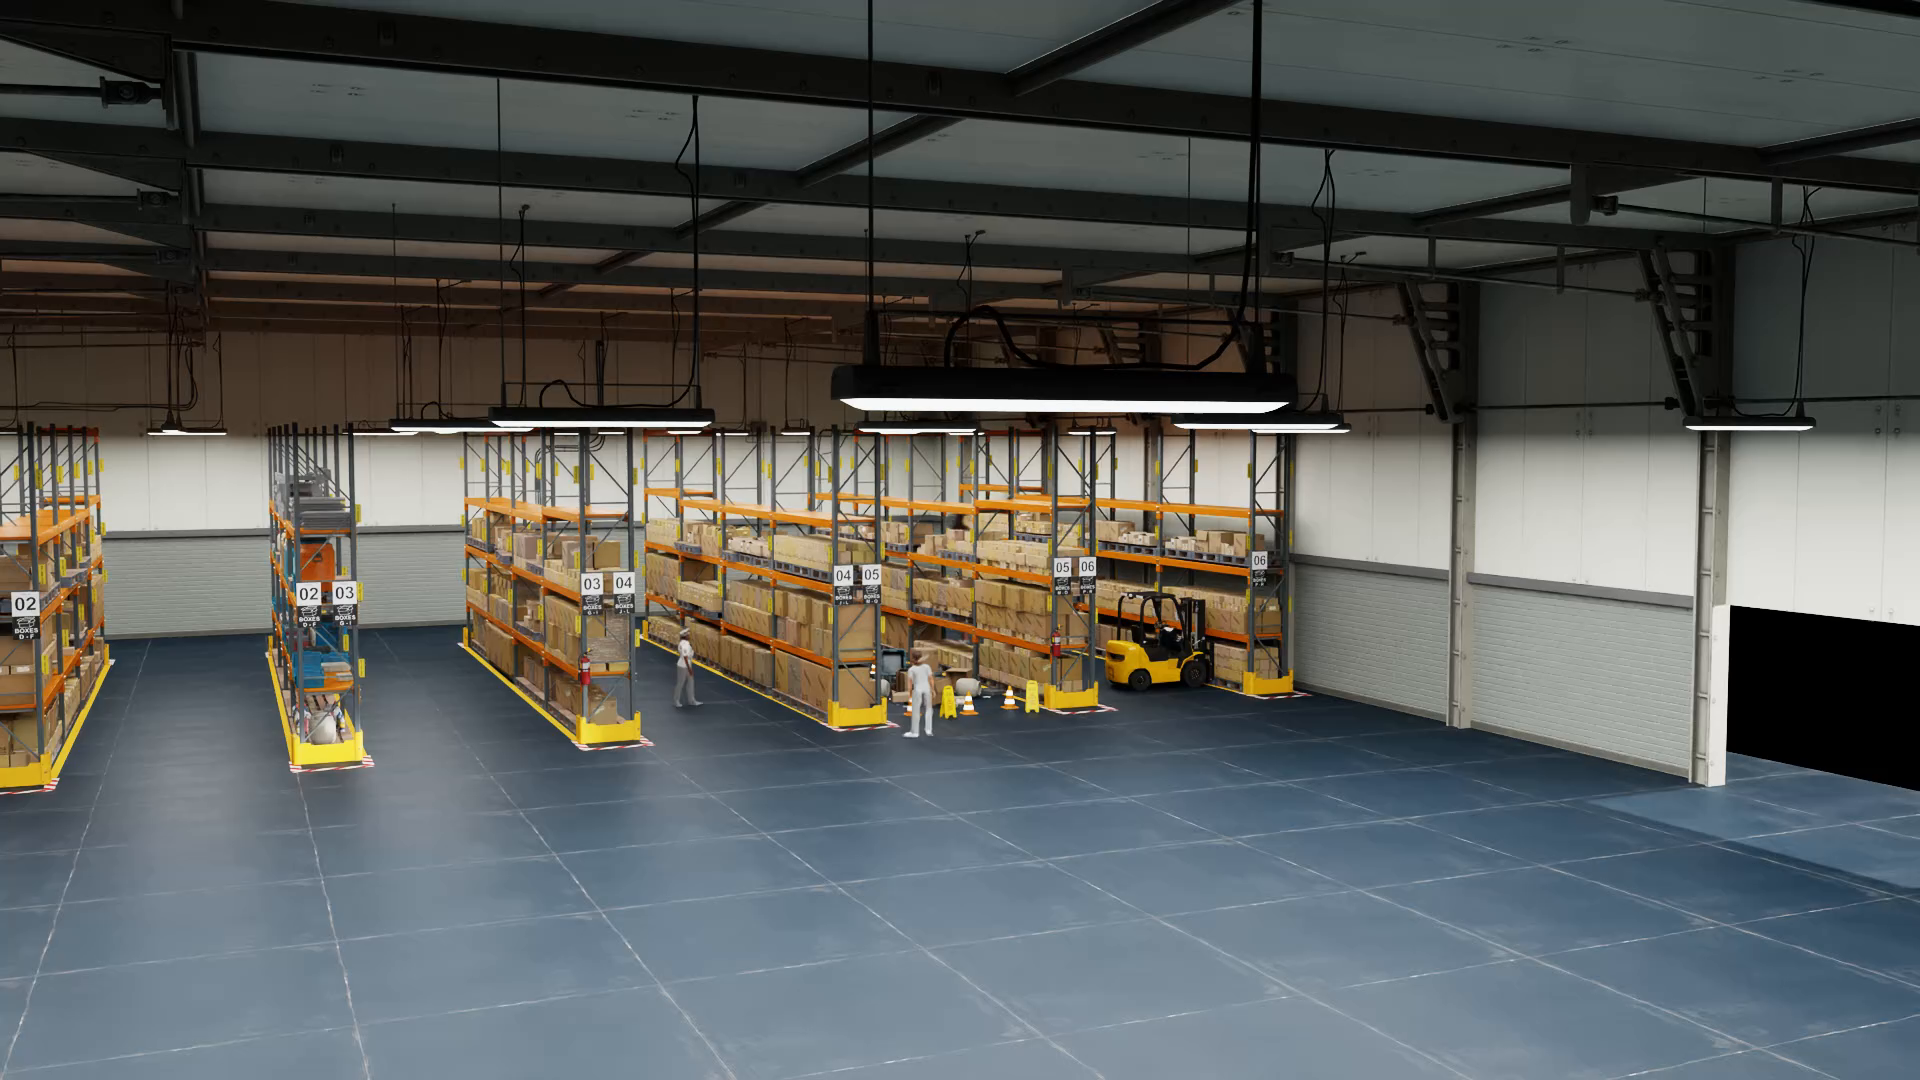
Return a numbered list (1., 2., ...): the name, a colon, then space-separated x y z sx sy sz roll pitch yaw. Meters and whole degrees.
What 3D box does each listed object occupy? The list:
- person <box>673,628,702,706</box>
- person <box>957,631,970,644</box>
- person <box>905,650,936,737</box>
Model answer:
1. person: -5.849 2.717 35.503 0.589 1.679 0.495 0 4 7
2. person: 0.094 2.046 46.494 0.340 1.675 0.519 -2 4 -25
3. person: -0.744 2.950 31.825 0.571 1.701 0.347 -1 4 -11
